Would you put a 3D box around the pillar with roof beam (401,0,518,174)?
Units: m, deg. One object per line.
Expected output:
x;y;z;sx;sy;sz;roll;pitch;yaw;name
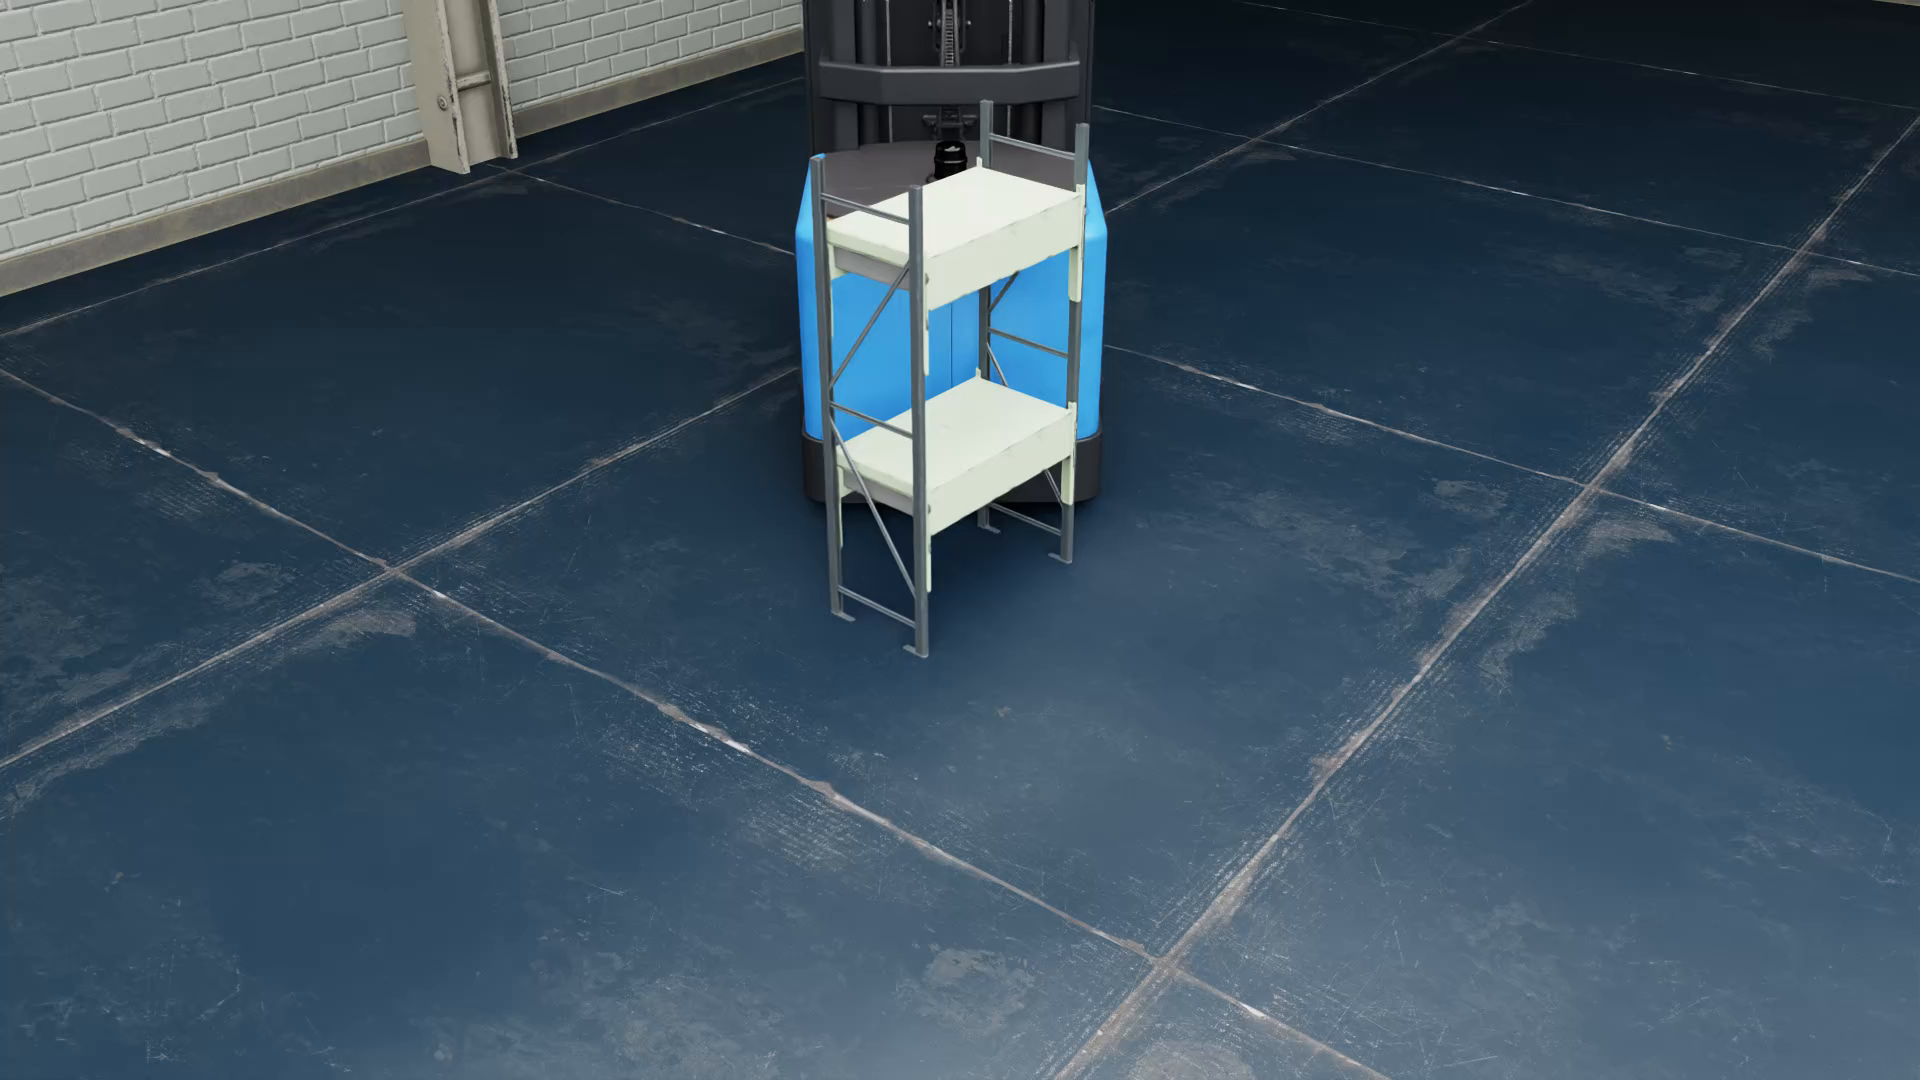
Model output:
0.695;-4.684;4.828;9.100;9.000;0.400;21;37;31;pillar with roof beam

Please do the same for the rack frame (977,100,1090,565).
0.220;-0.629;5.341;0.400;1.500;0.023;24;38;34;rack frame

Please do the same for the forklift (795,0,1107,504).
-0.046;-2.100;6.419;1.130;2.935;3.031;0;31;-1;forklift

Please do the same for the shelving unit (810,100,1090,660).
-0.018;-0.488;5.102;0.431;1.500;0.755;24;38;34;shelving unit

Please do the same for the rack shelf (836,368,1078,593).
-0.018;-0.207;5.268;0.431;0.370;0.720;24;38;34;rack shelf

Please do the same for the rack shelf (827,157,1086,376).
-0.018;-0.823;4.903;0.431;0.370;0.720;24;38;34;rack shelf

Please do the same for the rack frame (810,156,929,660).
-0.256;-0.346;4.862;0.400;1.500;0.023;24;38;34;rack frame
